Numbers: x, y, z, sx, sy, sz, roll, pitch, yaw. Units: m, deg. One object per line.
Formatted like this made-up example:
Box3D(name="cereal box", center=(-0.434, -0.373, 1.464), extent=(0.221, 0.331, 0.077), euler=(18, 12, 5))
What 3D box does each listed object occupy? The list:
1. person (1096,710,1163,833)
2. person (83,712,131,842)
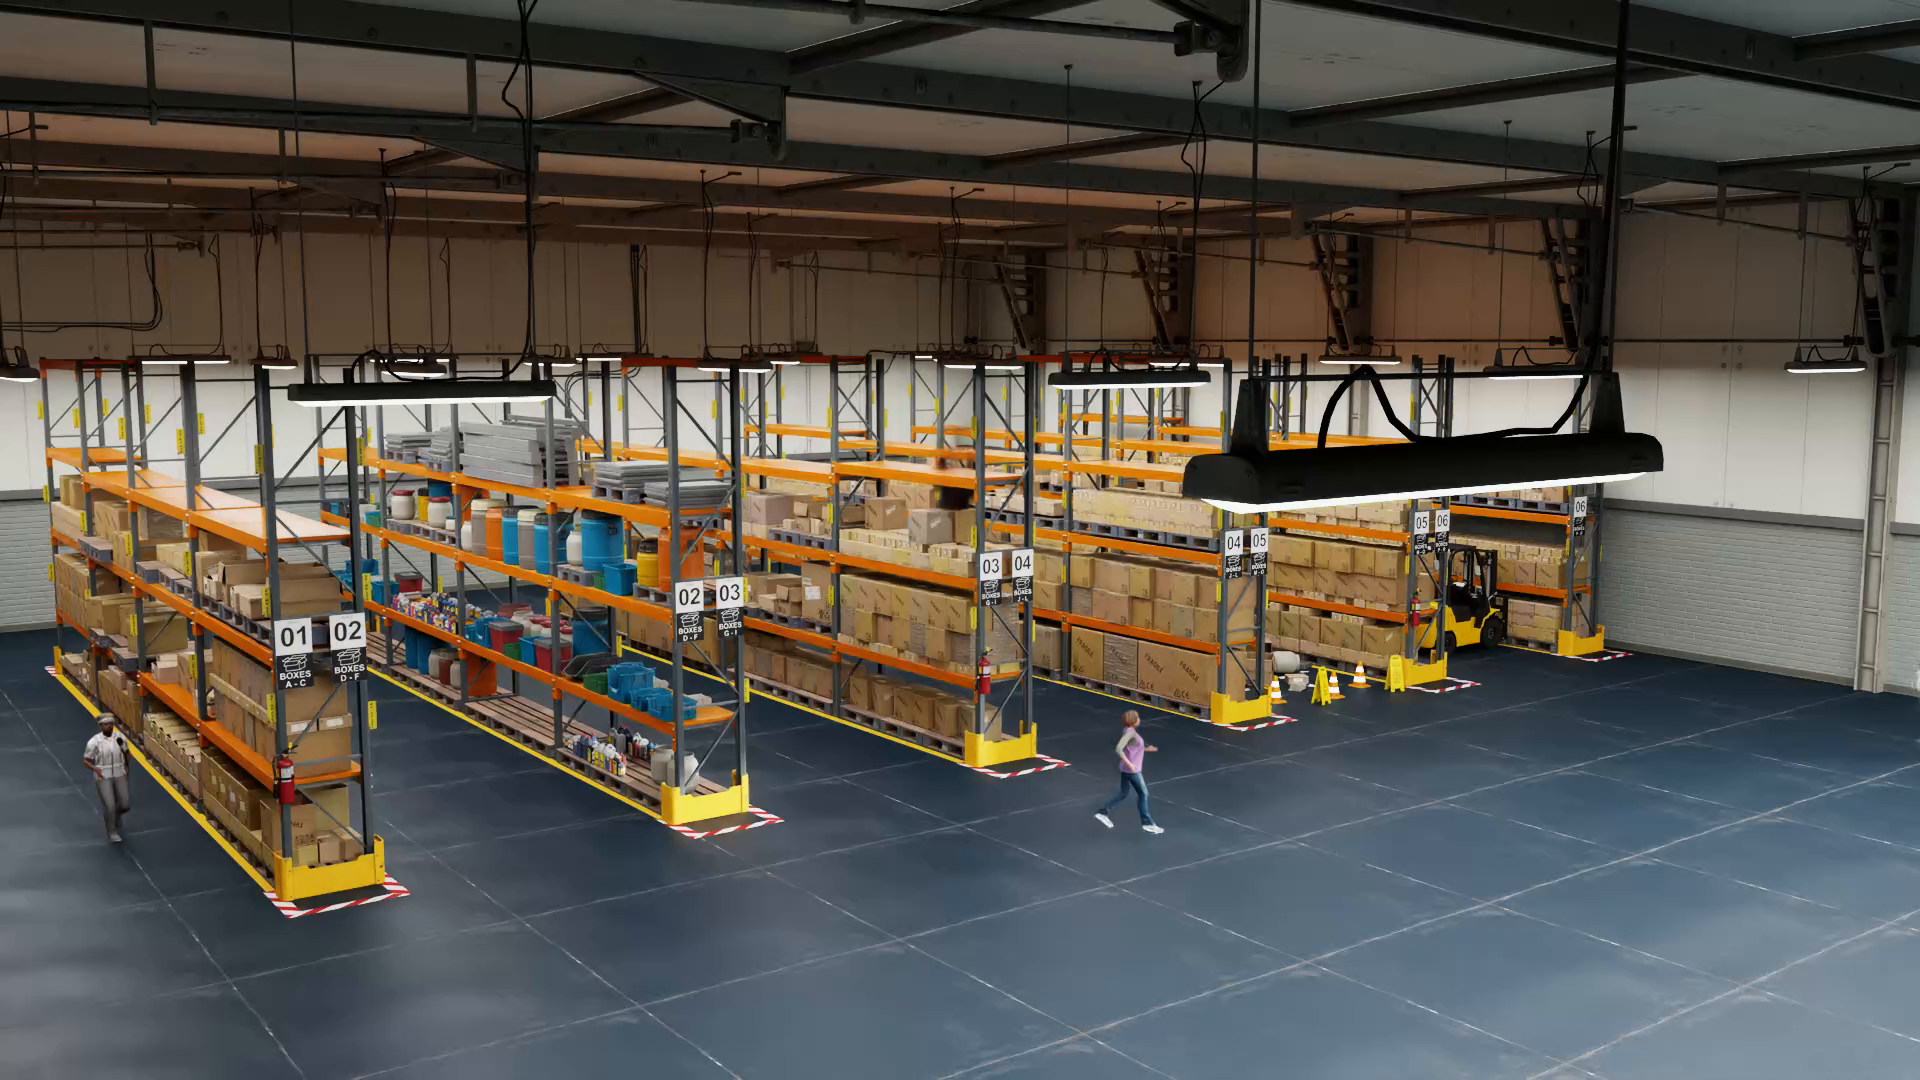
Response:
Box3D(name="person", center=(2.178, 2.962, 21.308), extent=(0.871, 1.596, 0.539), euler=(0, 7, -3))
Box3D(name="person", center=(-10.765, 2.989, 21.061), extent=(0.573, 1.650, 0.562), euler=(-6, 9, -42))
